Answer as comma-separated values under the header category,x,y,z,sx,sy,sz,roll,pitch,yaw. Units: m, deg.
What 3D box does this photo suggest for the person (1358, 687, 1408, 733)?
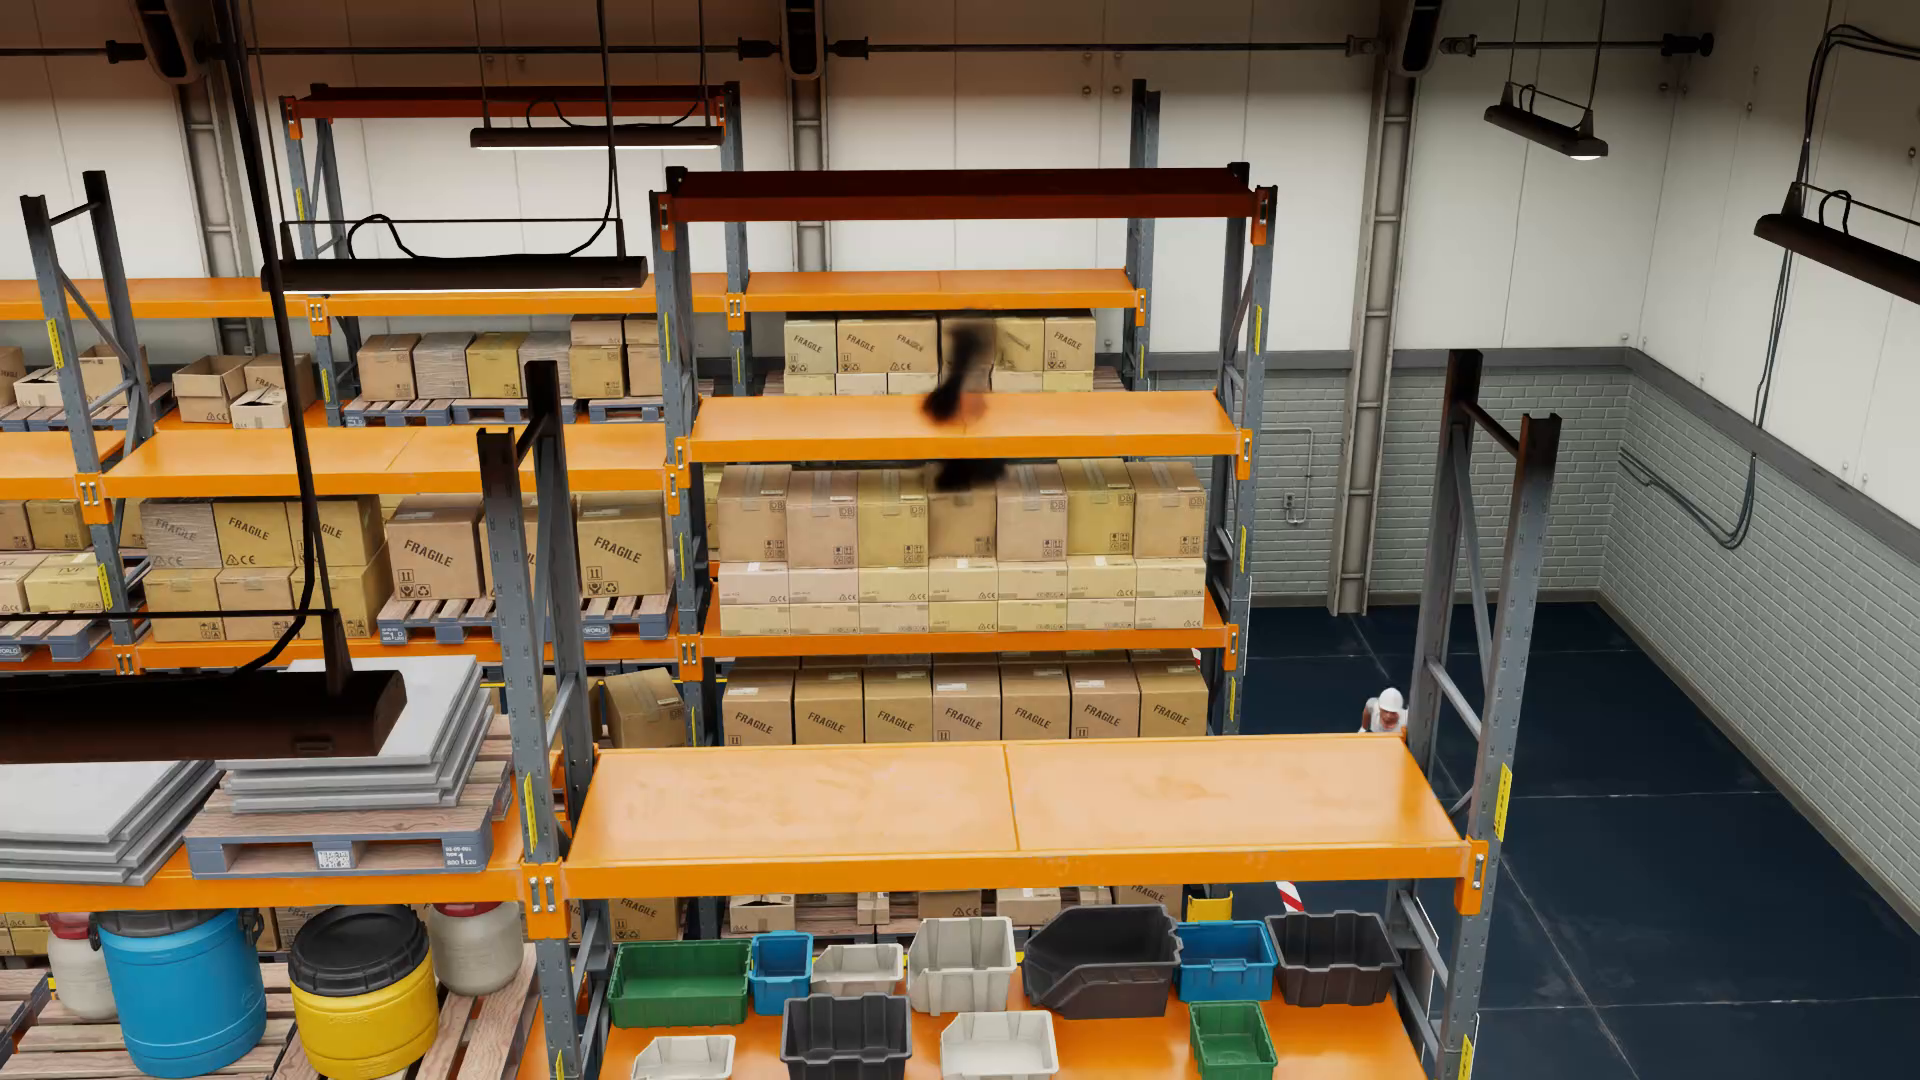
category,x,y,z,sx,sy,sz,roll,pitch,yaw
person,3.745,1.864,14.356,0.697,1.633,1.069,14,26,30
